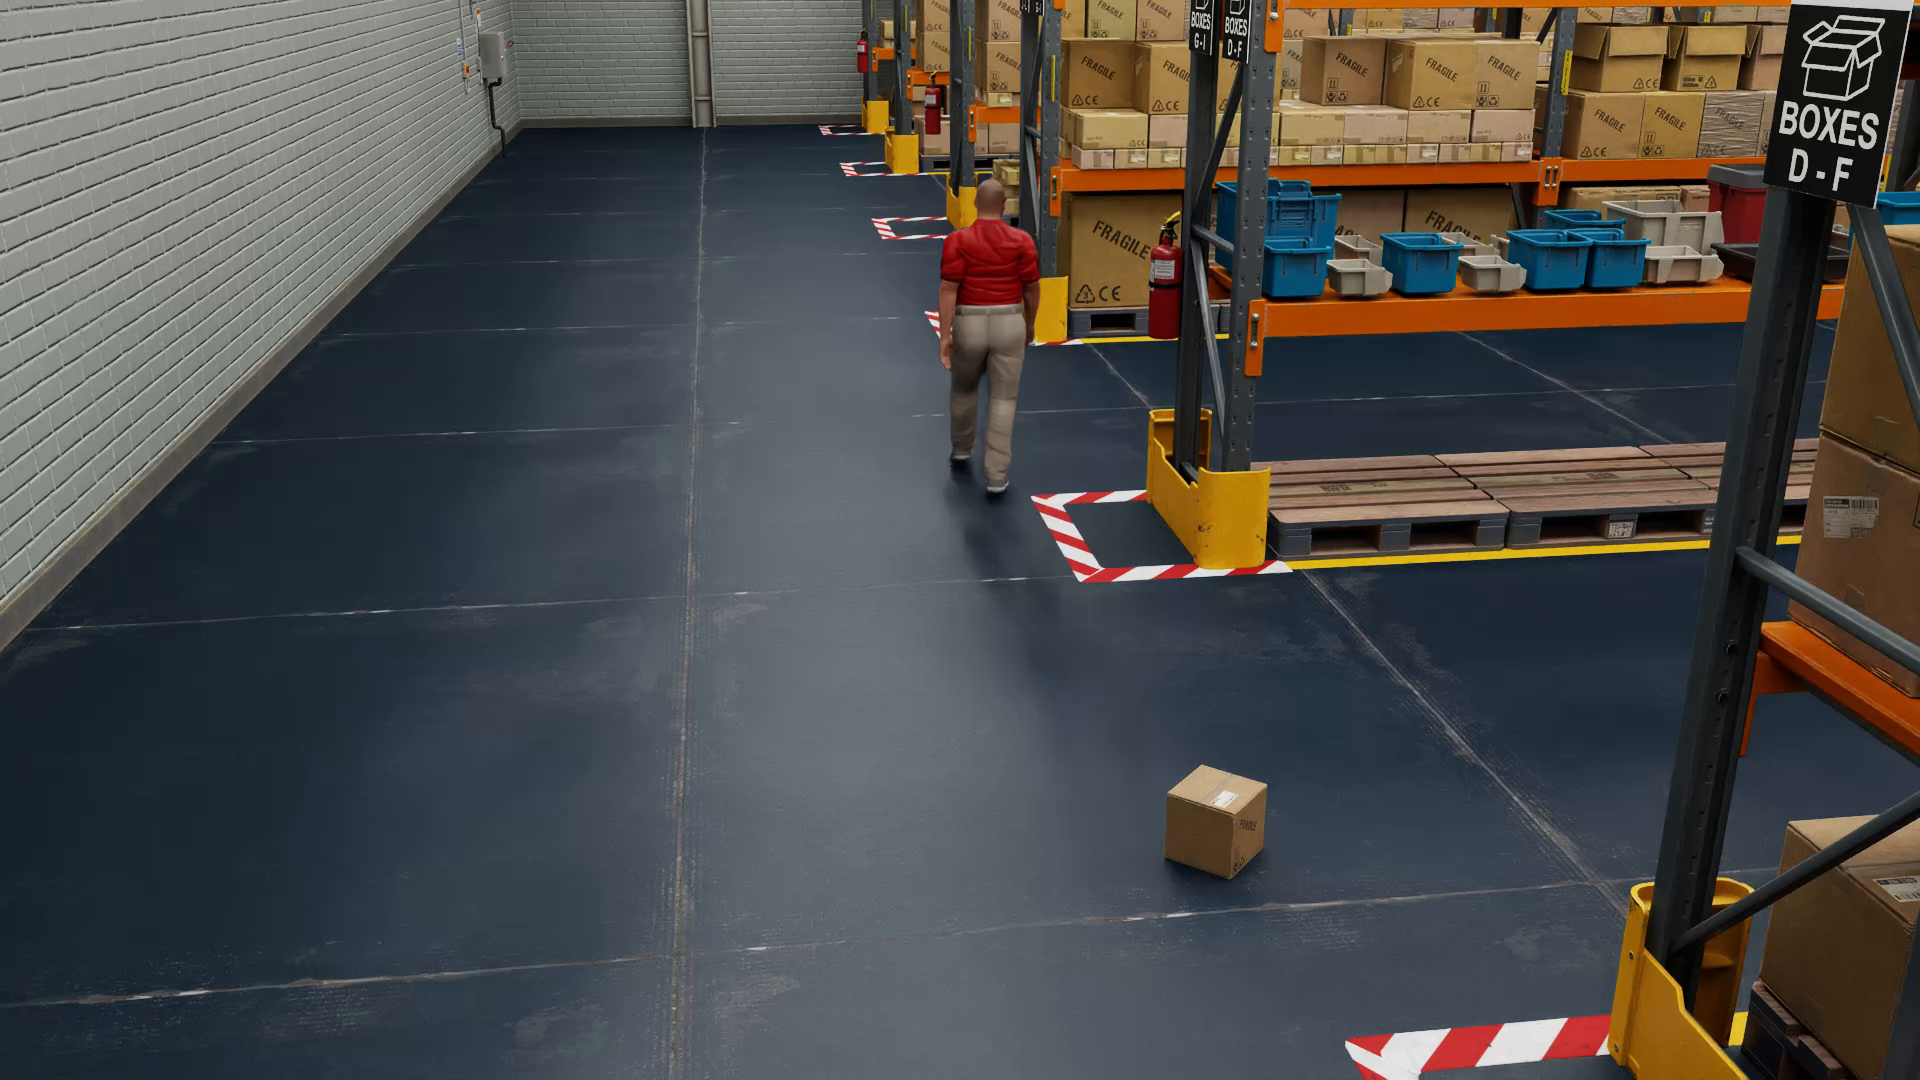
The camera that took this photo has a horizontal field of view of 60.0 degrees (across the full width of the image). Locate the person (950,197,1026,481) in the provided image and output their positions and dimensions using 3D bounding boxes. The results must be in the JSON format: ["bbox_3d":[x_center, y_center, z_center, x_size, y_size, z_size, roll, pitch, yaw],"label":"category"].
[{"bbox_3d":[0.150,-1.154,9.243,0.439,1.519,0.725,1,20,3],"label":"person"}]
